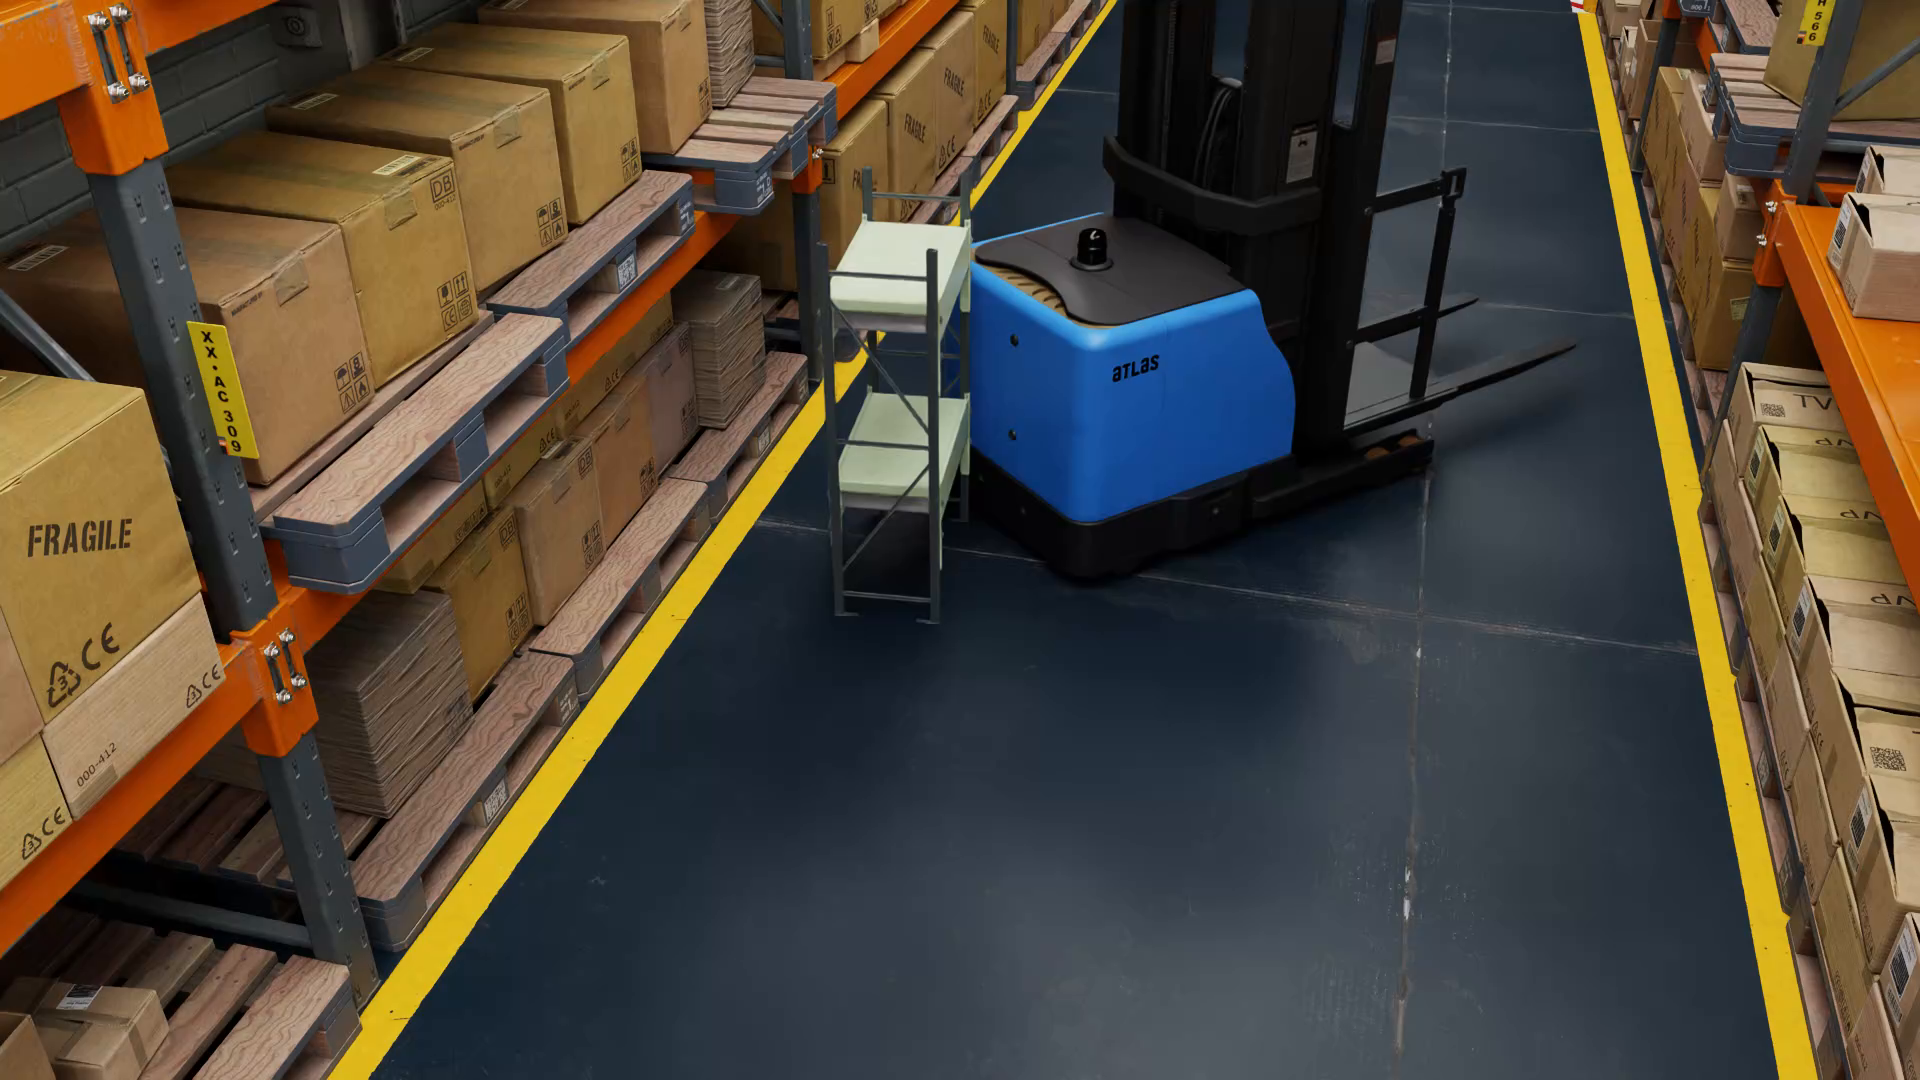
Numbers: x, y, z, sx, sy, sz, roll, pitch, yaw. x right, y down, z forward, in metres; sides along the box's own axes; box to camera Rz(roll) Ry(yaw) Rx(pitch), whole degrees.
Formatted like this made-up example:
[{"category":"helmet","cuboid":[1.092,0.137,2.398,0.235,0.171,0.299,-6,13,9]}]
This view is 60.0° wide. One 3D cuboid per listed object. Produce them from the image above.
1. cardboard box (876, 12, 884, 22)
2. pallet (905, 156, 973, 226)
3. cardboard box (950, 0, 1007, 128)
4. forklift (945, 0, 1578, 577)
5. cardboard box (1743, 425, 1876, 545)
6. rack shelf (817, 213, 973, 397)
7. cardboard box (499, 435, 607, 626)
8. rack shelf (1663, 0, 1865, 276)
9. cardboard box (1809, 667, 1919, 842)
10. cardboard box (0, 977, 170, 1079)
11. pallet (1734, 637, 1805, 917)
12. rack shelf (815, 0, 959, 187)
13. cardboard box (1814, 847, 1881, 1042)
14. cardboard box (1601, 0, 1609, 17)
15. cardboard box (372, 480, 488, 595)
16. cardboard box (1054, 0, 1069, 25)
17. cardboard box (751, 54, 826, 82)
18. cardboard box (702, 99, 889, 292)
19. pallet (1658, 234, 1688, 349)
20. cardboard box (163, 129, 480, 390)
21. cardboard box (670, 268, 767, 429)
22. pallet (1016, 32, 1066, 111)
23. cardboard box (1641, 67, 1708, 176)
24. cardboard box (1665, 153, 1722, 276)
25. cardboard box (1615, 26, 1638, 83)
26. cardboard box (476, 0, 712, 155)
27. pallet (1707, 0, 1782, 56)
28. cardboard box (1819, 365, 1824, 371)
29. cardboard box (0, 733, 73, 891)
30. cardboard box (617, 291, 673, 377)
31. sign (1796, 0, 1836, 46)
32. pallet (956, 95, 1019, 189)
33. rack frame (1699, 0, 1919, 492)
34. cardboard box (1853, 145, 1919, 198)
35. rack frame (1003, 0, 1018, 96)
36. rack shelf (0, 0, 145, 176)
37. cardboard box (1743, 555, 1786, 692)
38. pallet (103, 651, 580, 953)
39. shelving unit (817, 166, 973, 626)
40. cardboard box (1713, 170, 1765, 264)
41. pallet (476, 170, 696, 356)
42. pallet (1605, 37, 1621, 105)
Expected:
[{"category":"cardboard box","cuboid":[-0.605,-2.688,8.399,0.380,0.149,0.250,9,33,13]},{"category":"pallet","cuboid":[-0.552,-1.961,9.638,1.003,0.211,1.213,8,33,12]},{"category":"cardboard box","cuboid":[-0.160,-3.098,10.440,0.750,0.750,0.750,8,33,13]},{"category":"forklift","cuboid":[1.442,-1.685,6.669,3.031,2.935,1.130,-19,37,-27]},{"category":"cardboard box","cuboid":[3.114,-0.183,5.891,0.500,0.311,0.500,7,33,11]},{"category":"rack shelf","cuboid":[-0.217,-0.856,5.972,0.431,0.370,0.720,5,33,7]},{"category":"cardboard box","cuboid":[-1.729,-0.081,6.002,0.700,0.500,0.500,8,33,13]},{"category":"rack shelf","cuboid":[4.164,-2.169,8.037,1.077,0.370,4.000,8,33,12]},{"category":"cardboard box","cuboid":[2.722,0.608,4.646,0.500,0.311,0.500,8,33,12]},{"category":"cardboard box","cuboid":[-2.258,1.260,4.203,0.380,0.166,0.250,4,33,6]},{"category":"pallet","cuboid":[3.098,0.795,5.303,1.003,0.211,1.213,8,33,12]},{"category":"rack shelf","cuboid":[-0.629,-2.842,9.095,1.077,0.370,4.000,8,33,12]},{"category":"cardboard box","cuboid":[2.596,1.107,4.385,0.500,0.250,0.500,8,33,12]},{"category":"cardboard box","cuboid":[5.147,-4.109,12.570,0.500,0.250,0.500,8,33,12]},{"category":"cardboard box","cuboid":[-1.872,-0.092,5.320,0.500,0.250,0.500,7,33,11]},{"category":"cardboard box","cuboid":[0.431,-4.206,12.509,0.700,0.500,0.500,9,33,14]},{"category":"cardboard box","cuboid":[-0.829,-2.149,7.551,0.380,0.149,0.250,8,33,12]},{"category":"cardboard box","cuboid":[-0.823,-1.741,8.306,0.750,0.750,0.750,8,33,12]},{"category":"pallet","cuboid":[4.194,-1.272,8.554,1.003,0.211,1.213,8,33,12]},{"category":"cardboard box","cuboid":[-1.840,-0.808,4.722,0.700,0.500,0.500,11,34,17]},{"category":"cardboard box","cuboid":[-1.268,-0.858,7.223,0.700,0.500,0.500,8,33,13]},{"category":"pallet","cuboid":[0.148,-3.391,11.887,1.003,0.211,1.213,8,33,12]},{"category":"cardboard box","cuboid":[4.313,-2.424,9.687,0.500,0.500,0.500,7,33,10]},{"category":"cardboard box","cuboid":[3.925,-1.625,8.430,0.500,0.500,0.500,7,33,11]},{"category":"cardboard box","cuboid":[4.732,-3.285,11.218,0.500,0.311,0.500,8,33,12]},{"category":"cardboard box","cuboid":[-1.361,-1.797,6.277,0.700,0.500,0.500,5,33,8]},{"category":"pallet","cuboid":[4.145,-2.364,7.851,1.003,0.211,1.213,8,33,12]},{"category":"cardboard box","cuboid":[4.176,-1.036,7.503,0.500,0.500,0.500,7,33,11]},{"category":"cardboard box","cuboid":[-2.113,0.567,3.183,0.500,0.250,0.500,8,33,13]},{"category":"cardboard box","cuboid":[-1.474,-0.887,6.570,0.500,0.250,0.500,9,33,13]},{"category":"sign","cuboid":[3.129,-1.959,6.031,0.100,0.325,0.005,8,33,12]},{"category":"pallet","cuboid":[-0.244,-2.596,10.637,1.003,0.211,1.213,8,33,12]},{"category":"rack frame","cuboid":[3.656,-1.435,6.212,1.000,3.000,0.127,8,33,12]},{"category":"cardboard box","cuboid":[3.522,-1.215,5.948,0.500,0.311,0.500,10,34,15]},{"category":"rack frame","cuboid":[-0.121,-4.183,10.534,1.000,3.000,0.127,8,33,12]},{"category":"rack shelf","cuboid":[-2.659,0.044,1.760,1.077,0.370,4.000,8,33,12]},{"category":"cardboard box","cuboid":[2.987,0.311,5.636,0.500,0.250,0.500,7,33,11]},{"category":"pallet","cuboid":[-1.955,0.741,5.388,1.003,0.211,1.213,8,33,12]},{"category":"shelving unit","cuboid":[-0.217,-0.527,6.181,0.431,1.500,0.755,5,33,7]},{"category":"cardboard box","cuboid":[3.677,-1.429,7.424,0.500,0.250,0.500,9,34,14]},{"category":"pallet","cuboid":[-1.599,-0.994,5.696,1.003,0.211,1.213,8,33,12]},{"category":"pallet","cuboid":[5.154,-3.325,11.784,1.003,0.211,1.213,8,33,12]}]
